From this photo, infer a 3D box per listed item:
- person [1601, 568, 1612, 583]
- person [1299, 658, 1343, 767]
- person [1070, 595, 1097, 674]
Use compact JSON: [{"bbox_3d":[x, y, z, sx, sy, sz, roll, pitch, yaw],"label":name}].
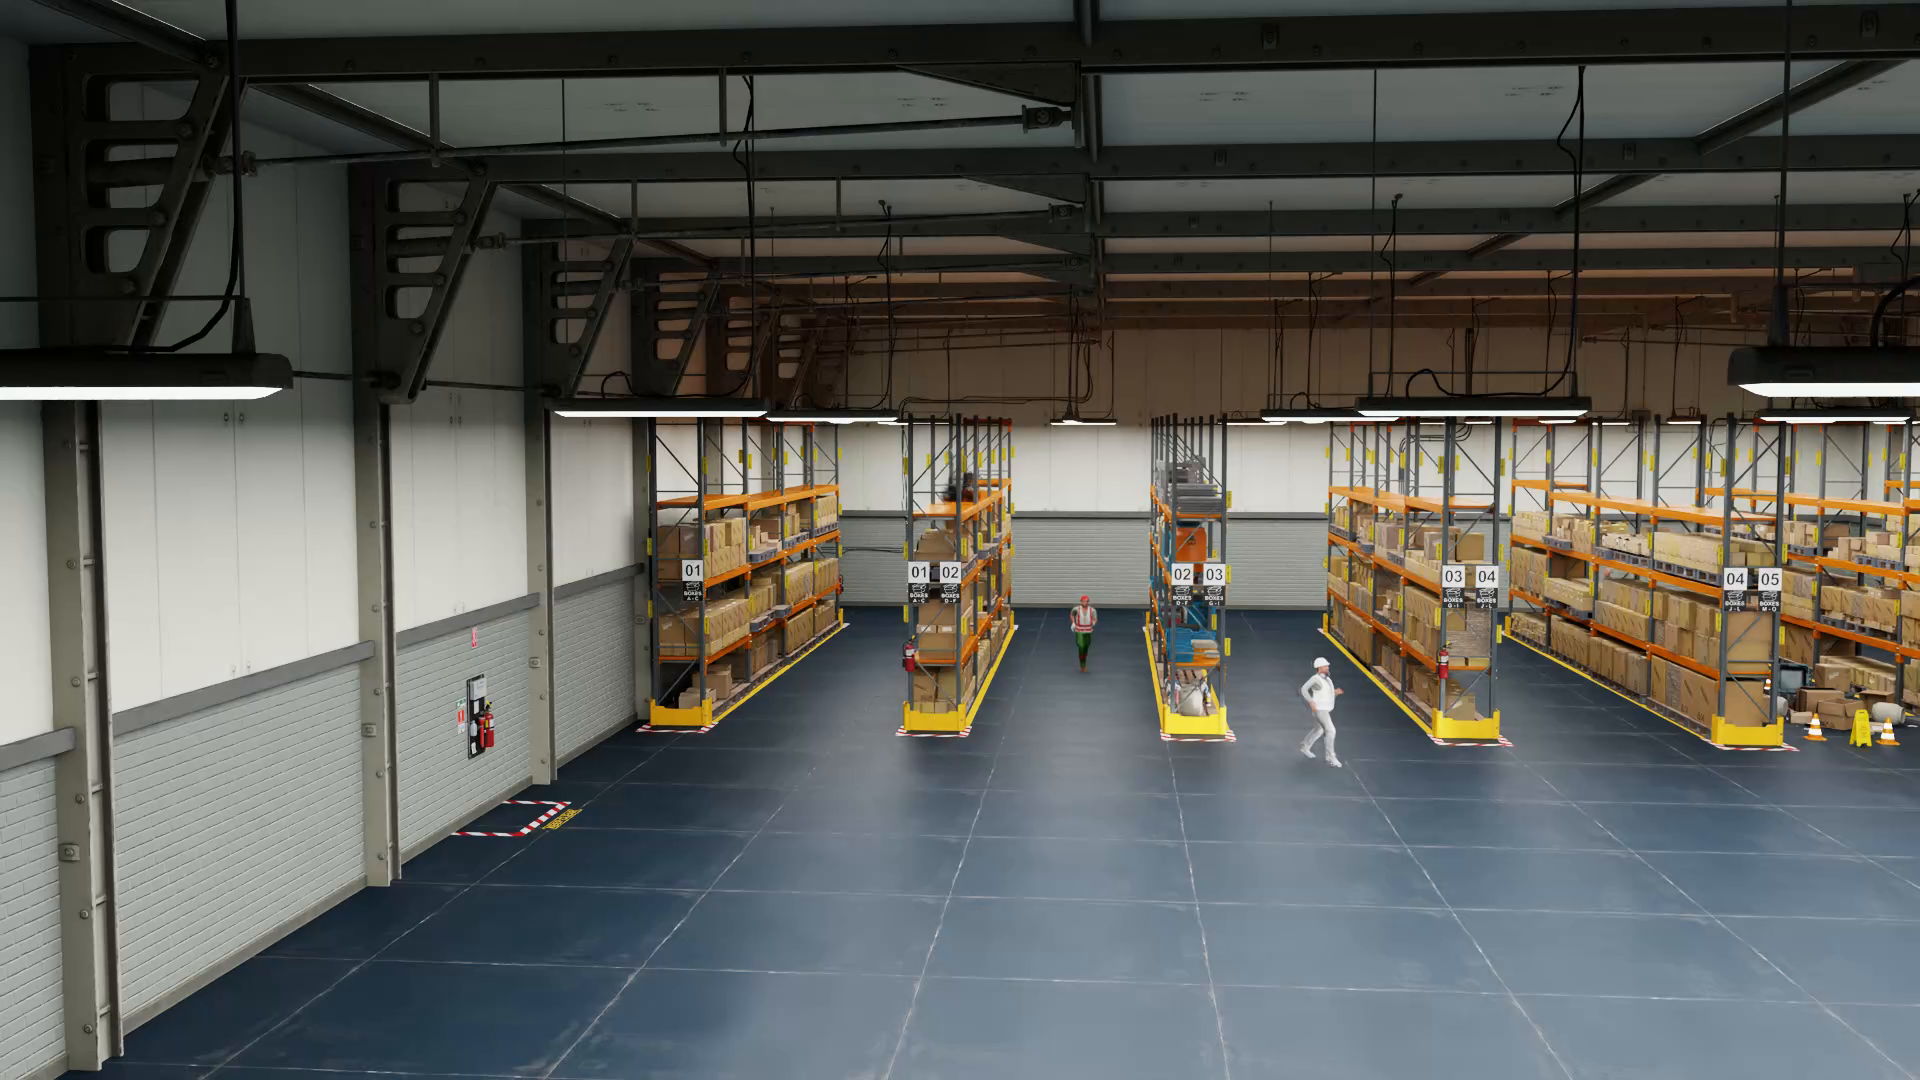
[{"bbox_3d":[18.444,1.667,47.299,0.749,1.752,0.736,0,4,7],"label":"person"},{"bbox_3d":[6.165,2.917,28.391,0.824,1.824,0.634,2,5,32],"label":"person"},{"bbox_3d":[2.927,2.187,39.242,0.597,1.805,0.967,-1,4,-9],"label":"person"}]
